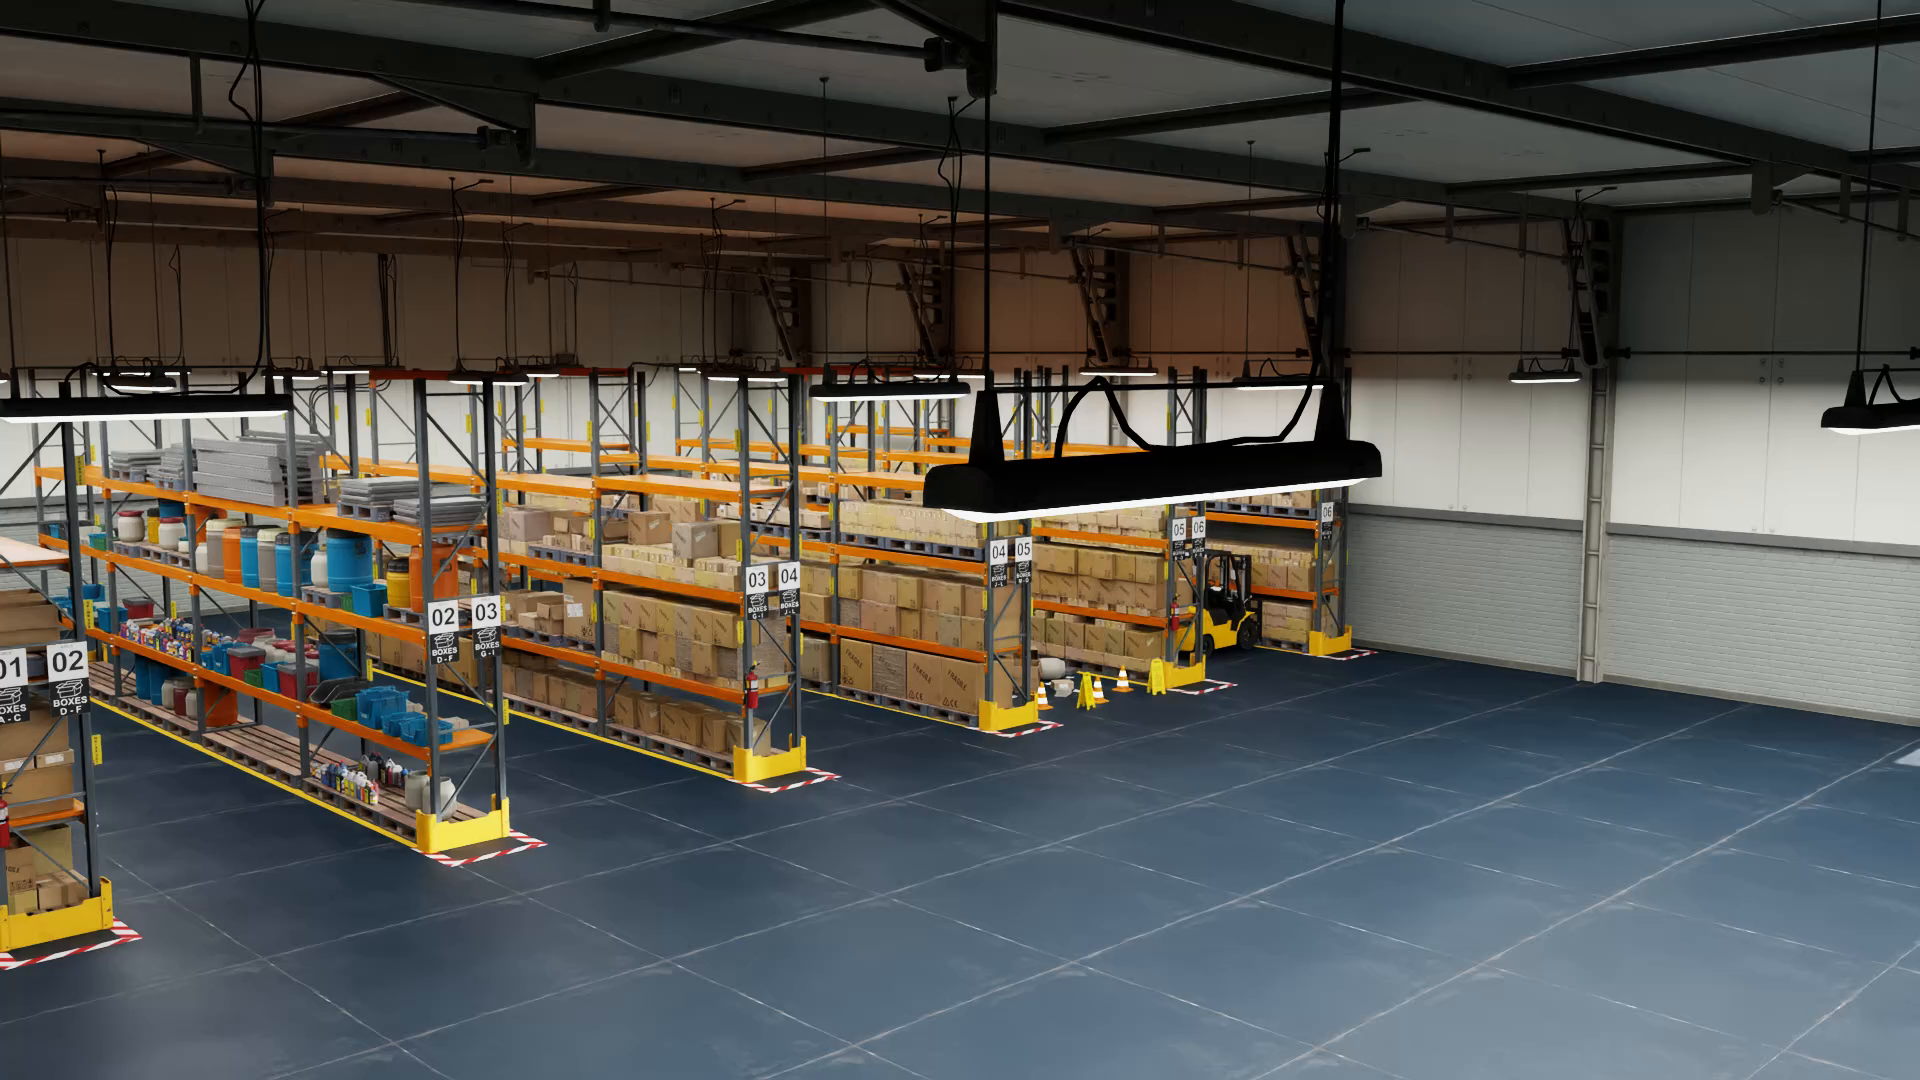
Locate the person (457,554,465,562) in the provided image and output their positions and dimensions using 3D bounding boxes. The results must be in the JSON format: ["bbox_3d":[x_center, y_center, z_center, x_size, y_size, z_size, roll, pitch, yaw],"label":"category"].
[{"bbox_3d":[-12.246,0.954,40.553,0.429,1.586,1.123,-3,7,-28],"label":"person"}]
